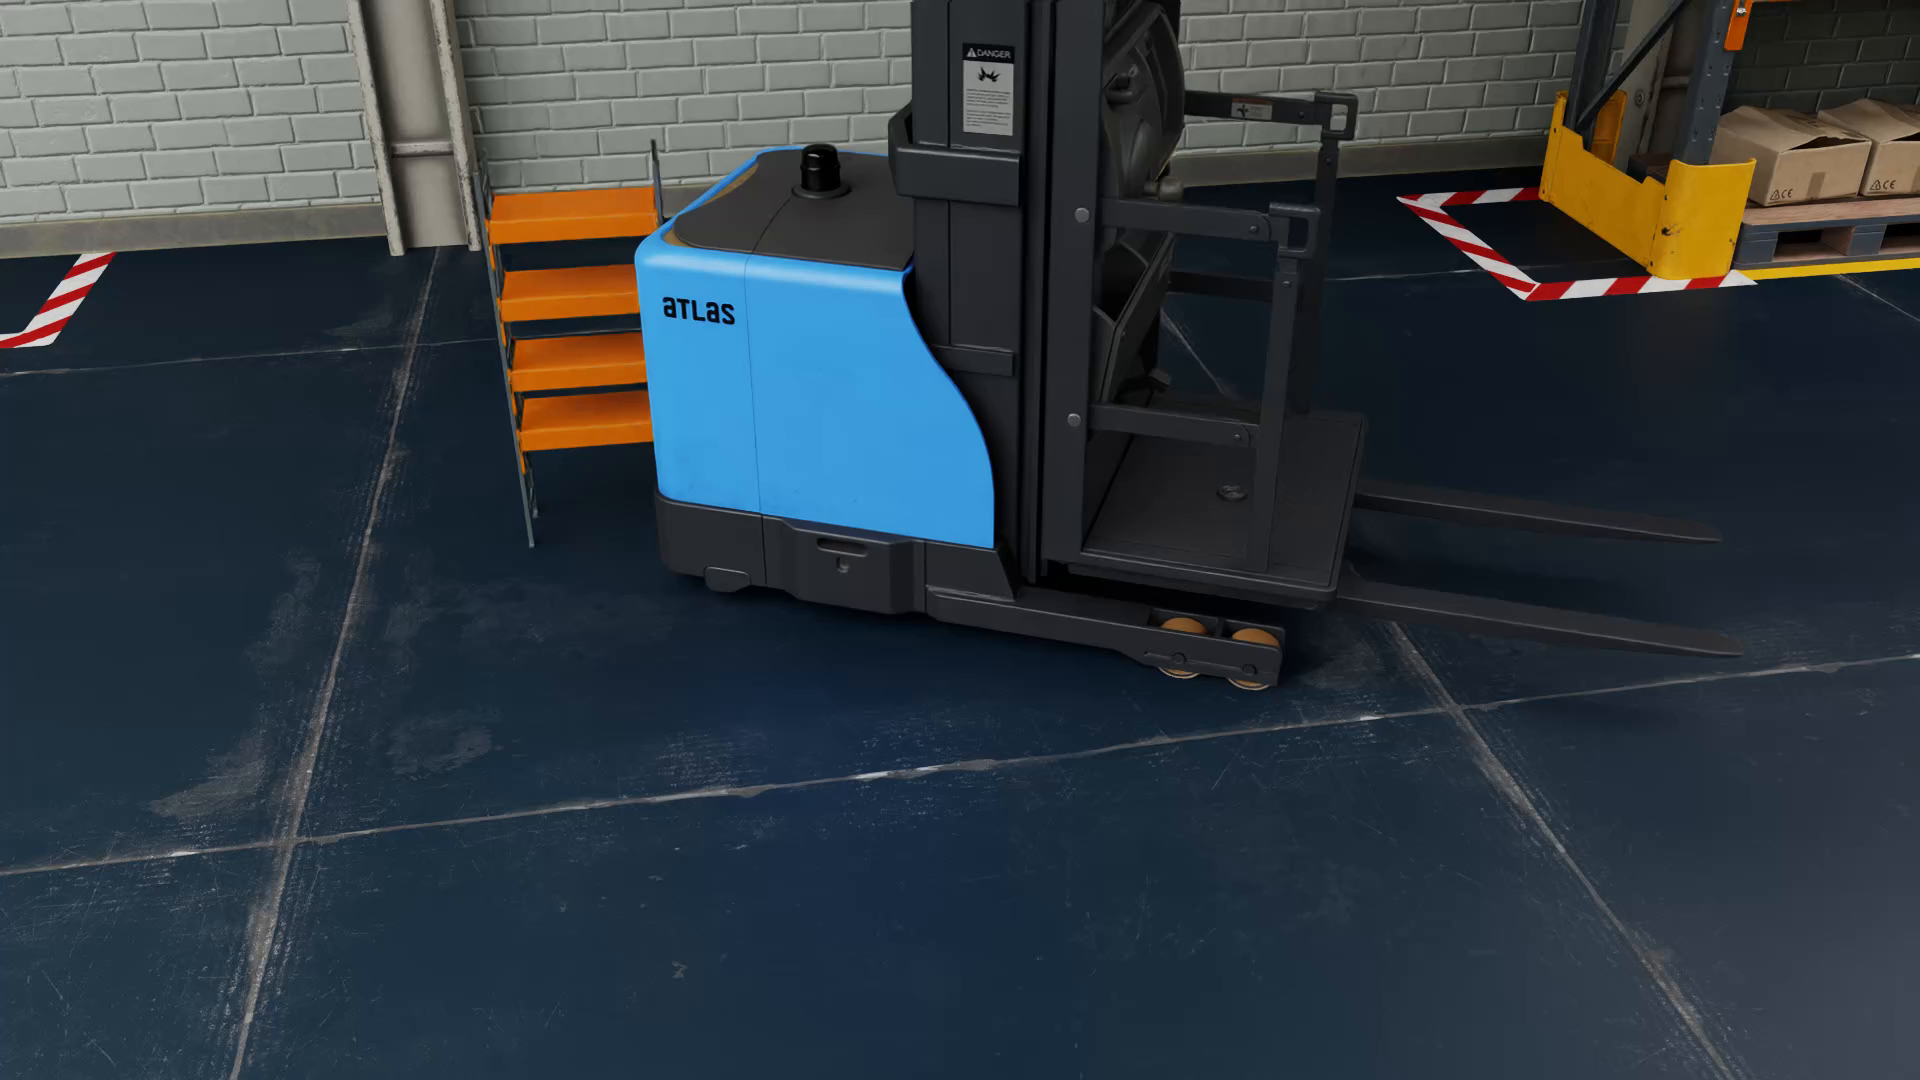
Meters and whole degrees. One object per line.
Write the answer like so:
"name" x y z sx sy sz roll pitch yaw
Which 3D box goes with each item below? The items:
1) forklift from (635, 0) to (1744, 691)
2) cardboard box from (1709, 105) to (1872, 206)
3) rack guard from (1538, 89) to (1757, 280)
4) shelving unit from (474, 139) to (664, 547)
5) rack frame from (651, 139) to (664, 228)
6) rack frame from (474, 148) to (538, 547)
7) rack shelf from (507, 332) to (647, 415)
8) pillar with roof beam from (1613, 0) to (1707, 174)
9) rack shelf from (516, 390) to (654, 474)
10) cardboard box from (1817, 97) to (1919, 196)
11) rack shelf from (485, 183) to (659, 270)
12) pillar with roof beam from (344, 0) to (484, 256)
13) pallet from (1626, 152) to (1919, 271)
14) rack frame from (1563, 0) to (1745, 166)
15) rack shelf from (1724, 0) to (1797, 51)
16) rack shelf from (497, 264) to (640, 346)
"forklift" 0.672 -1.153 4.319 3.031 2.935 1.130 9 32 14
"cardboard box" 3.700 -1.754 7.493 0.500 0.311 0.500 -9 32 -15
"rack guard" 3.078 -1.635 7.537 0.348 0.500 1.175 -5 31 -9
"shelving unit" -1.120 -0.578 5.047 0.503 1.200 0.258 -5 31 -9
"rack frame" -0.880 -0.599 5.083 0.015 1.200 0.240 -5 31 -9
"rack frame" -1.361 -0.557 5.011 0.015 1.200 0.240 -5 31 -9
"rack shelf" -1.120 -0.520 5.081 0.480 0.148 0.258 -5 31 -9
"pillar with roof beam" 4.312 -3.640 2.563 0.400 9.000 9.100 -5 31 -9
"rack shelf" -1.120 -0.348 5.181 0.480 0.148 0.258 -5 31 -9
"cardboard box" 4.261 -1.806 7.581 0.500 0.311 0.500 -3 31 -5
"rack shelf" -1.120 -0.917 4.849 0.480 0.148 0.258 -5 31 -9
"pillar with roof beam" -1.590 -3.092 1.631 0.400 9.000 9.100 -5 31 -9
"pallet" 3.884 -1.567 7.706 1.213 0.211 1.003 -5 31 -9
"rack frame" 3.004 -2.705 6.892 0.127 3.000 1.000 -5 31 -9
"rack shelf" 4.971 -2.578 7.384 4.000 0.370 1.077 -5 31 -9
"rack shelf" -1.120 -0.713 4.968 0.480 0.148 0.258 -5 31 -9
